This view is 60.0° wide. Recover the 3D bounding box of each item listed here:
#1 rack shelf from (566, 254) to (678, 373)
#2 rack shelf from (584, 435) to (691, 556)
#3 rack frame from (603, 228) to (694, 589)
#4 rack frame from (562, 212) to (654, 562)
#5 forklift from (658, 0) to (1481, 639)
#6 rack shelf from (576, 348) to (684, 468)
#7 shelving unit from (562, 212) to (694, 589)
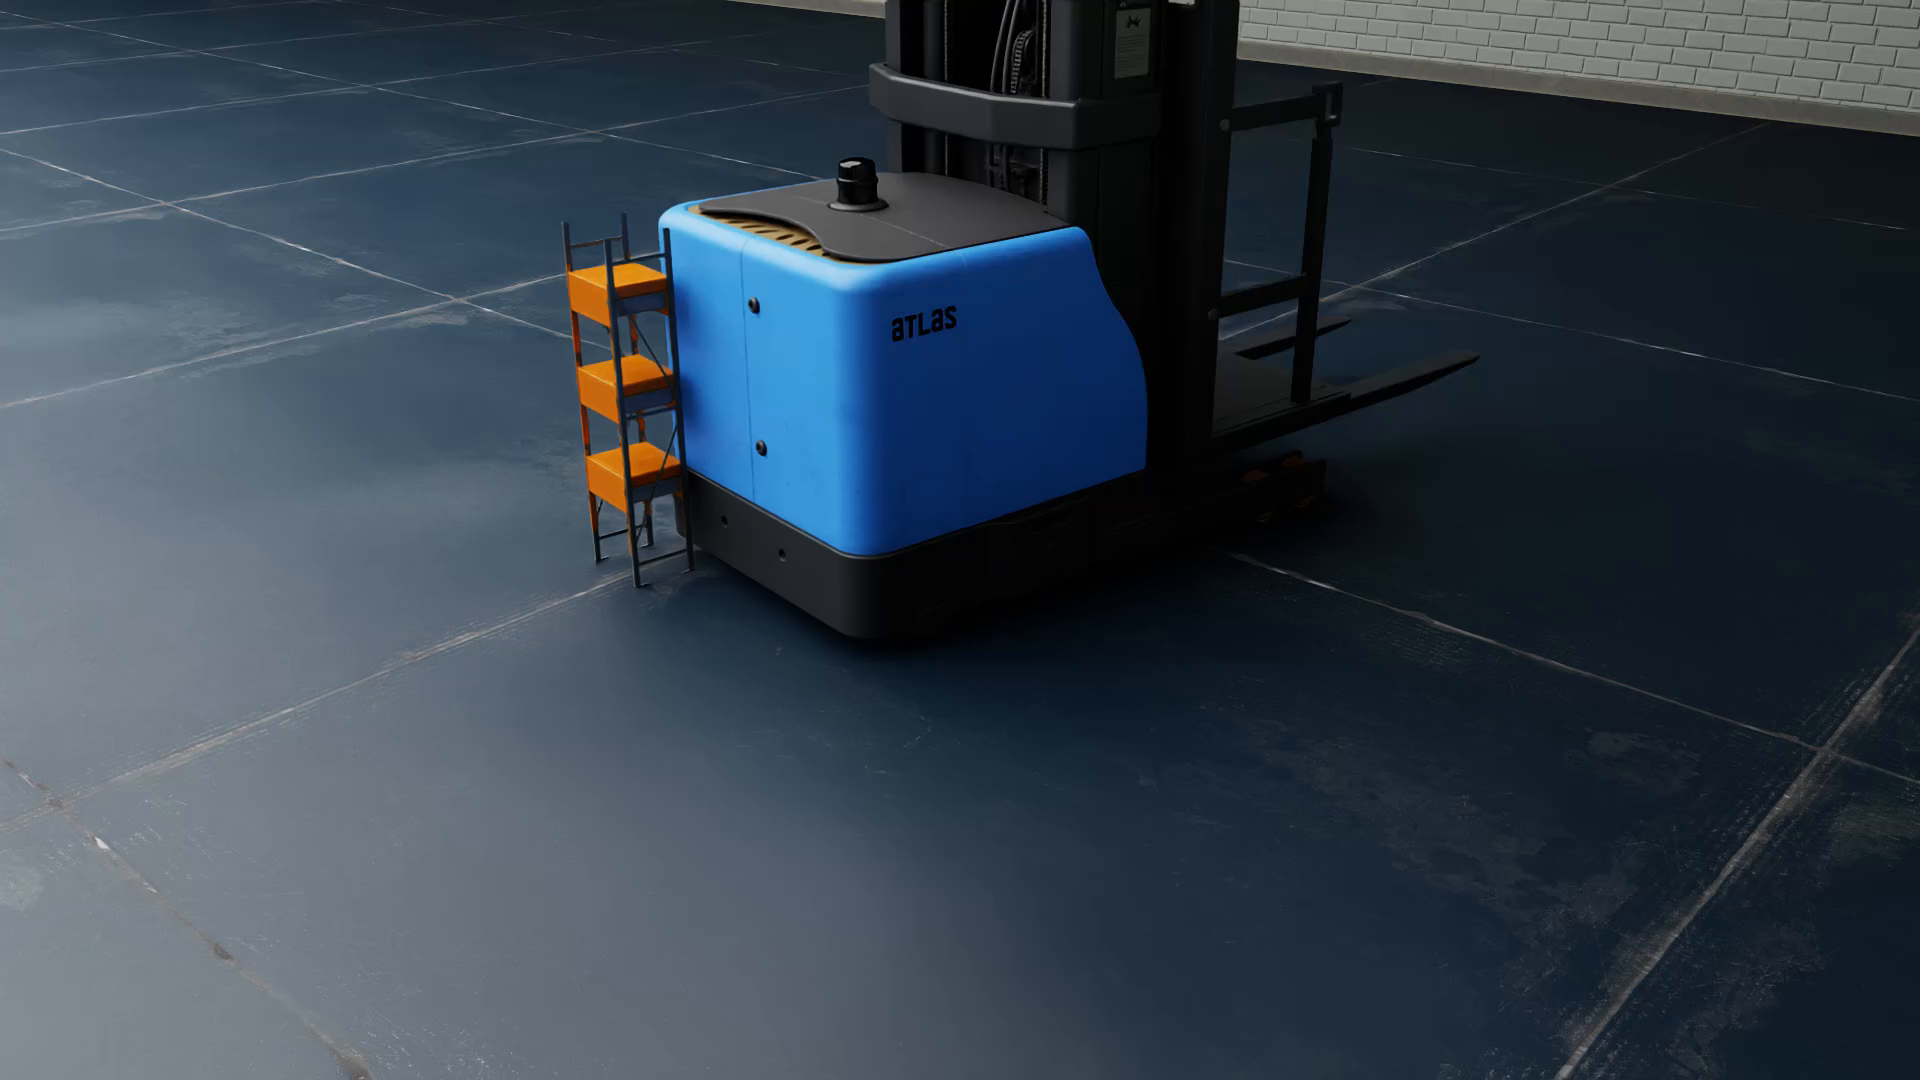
[{"bbox_3d":[-0.963,-0.649,4.746,0.215,0.259,0.240,-18,30,-35],"label":"rack shelf"},{"bbox_3d":[-0.963,-0.136,4.976,0.215,0.259,0.240,-18,30,-35],"label":"rack shelf"},{"bbox_3d":[-0.886,-0.361,4.772,0.200,1.050,0.008,-18,30,-35],"label":"rack frame"},{"bbox_3d":[-1.040,-0.438,4.944,0.200,1.050,0.008,-18,30,-35],"label":"rack frame"},{"bbox_3d":[0.580,-1.545,5.113,3.031,2.935,1.130,-19,30,-35],"label":"forklift"},{"bbox_3d":[-0.963,-0.390,4.862,0.215,0.259,0.240,-18,30,-35],"label":"rack shelf"},{"bbox_3d":[-0.963,-0.400,4.858,0.215,1.050,0.252,-18,30,-35],"label":"shelving unit"}]
